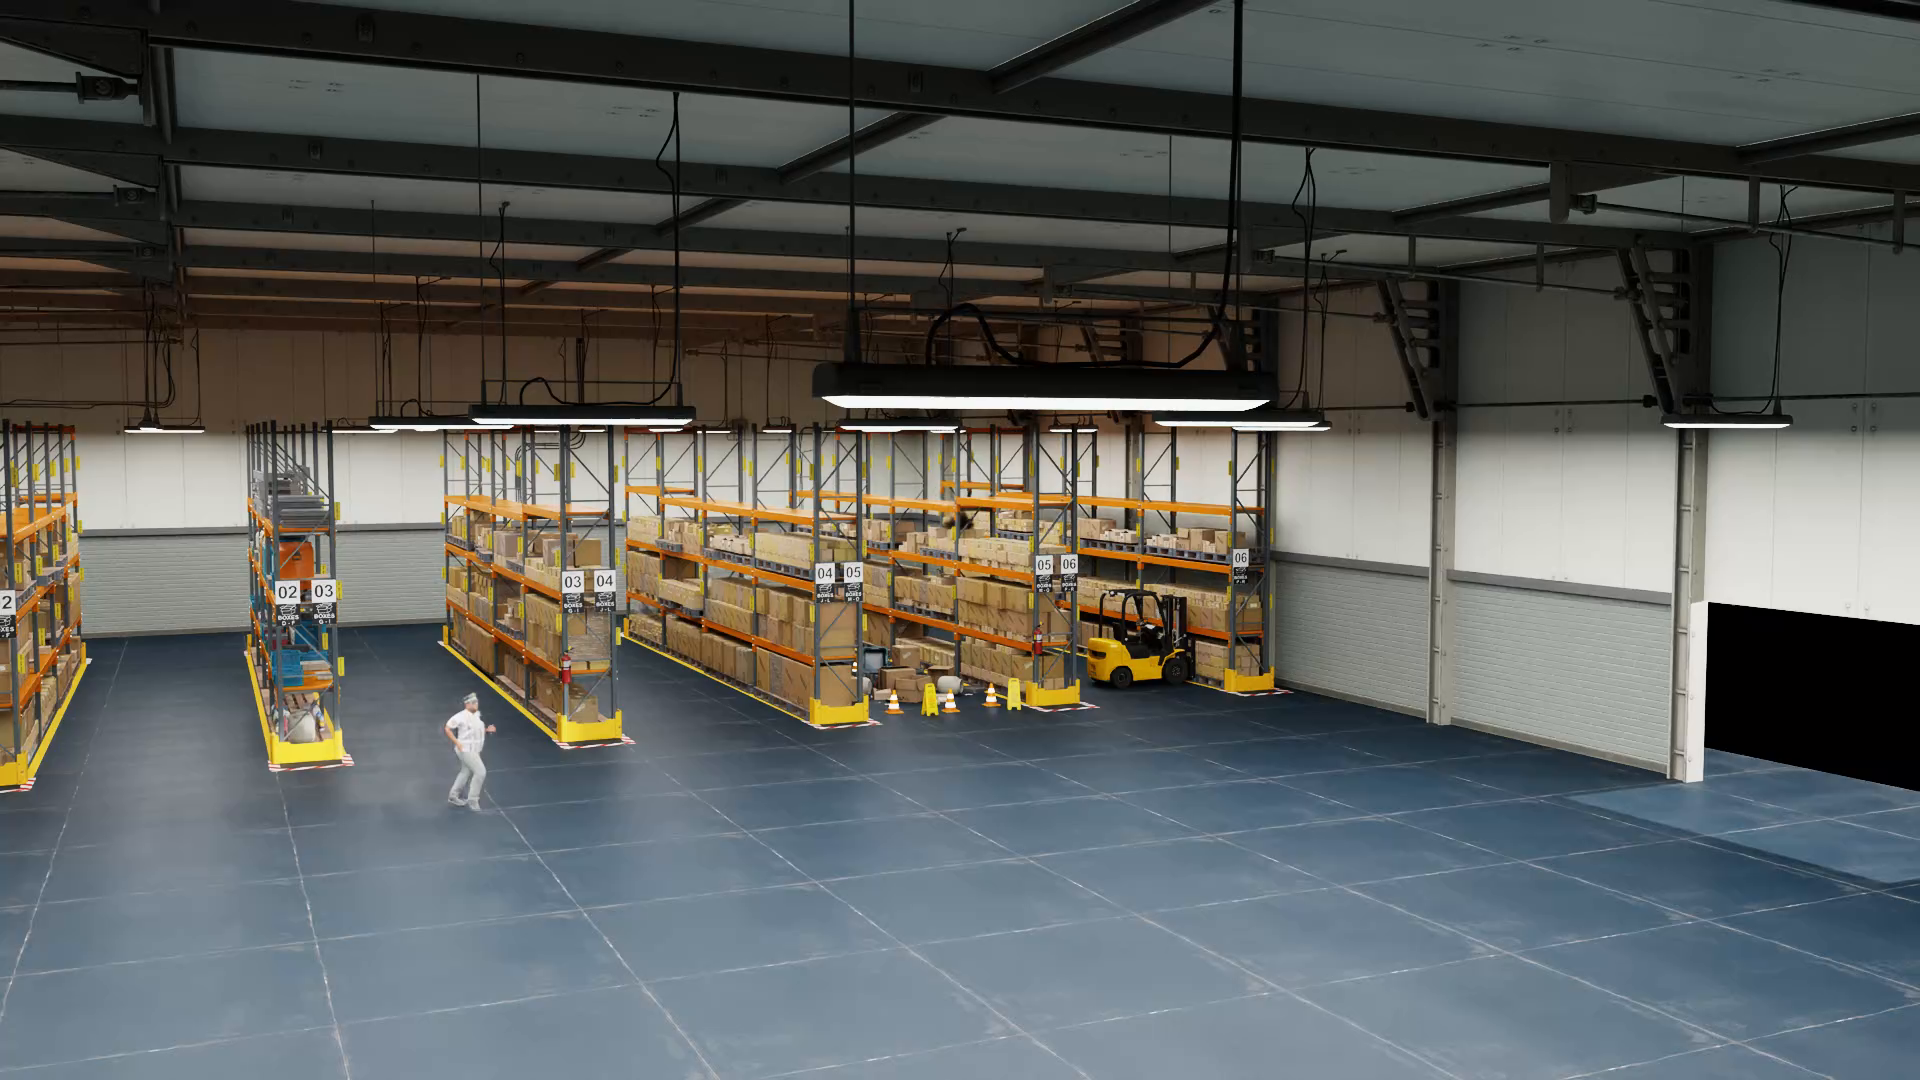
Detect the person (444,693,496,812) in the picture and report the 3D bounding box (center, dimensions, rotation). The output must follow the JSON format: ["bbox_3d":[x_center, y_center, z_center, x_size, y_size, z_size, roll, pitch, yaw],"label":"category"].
[{"bbox_3d":[-7.503,3.264,25.531,0.755,1.860,0.624,0,4,7],"label":"person"}]

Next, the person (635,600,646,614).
[{"bbox_3d":[-9.400,1.793,48.842,0.589,1.737,0.669,-3,4,-36],"label":"person"}]

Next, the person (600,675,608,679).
[{"bbox_3d":[-8.481,2.340,39.281,0.658,1.785,0.983,-2,4,-32],"label":"person"}]
